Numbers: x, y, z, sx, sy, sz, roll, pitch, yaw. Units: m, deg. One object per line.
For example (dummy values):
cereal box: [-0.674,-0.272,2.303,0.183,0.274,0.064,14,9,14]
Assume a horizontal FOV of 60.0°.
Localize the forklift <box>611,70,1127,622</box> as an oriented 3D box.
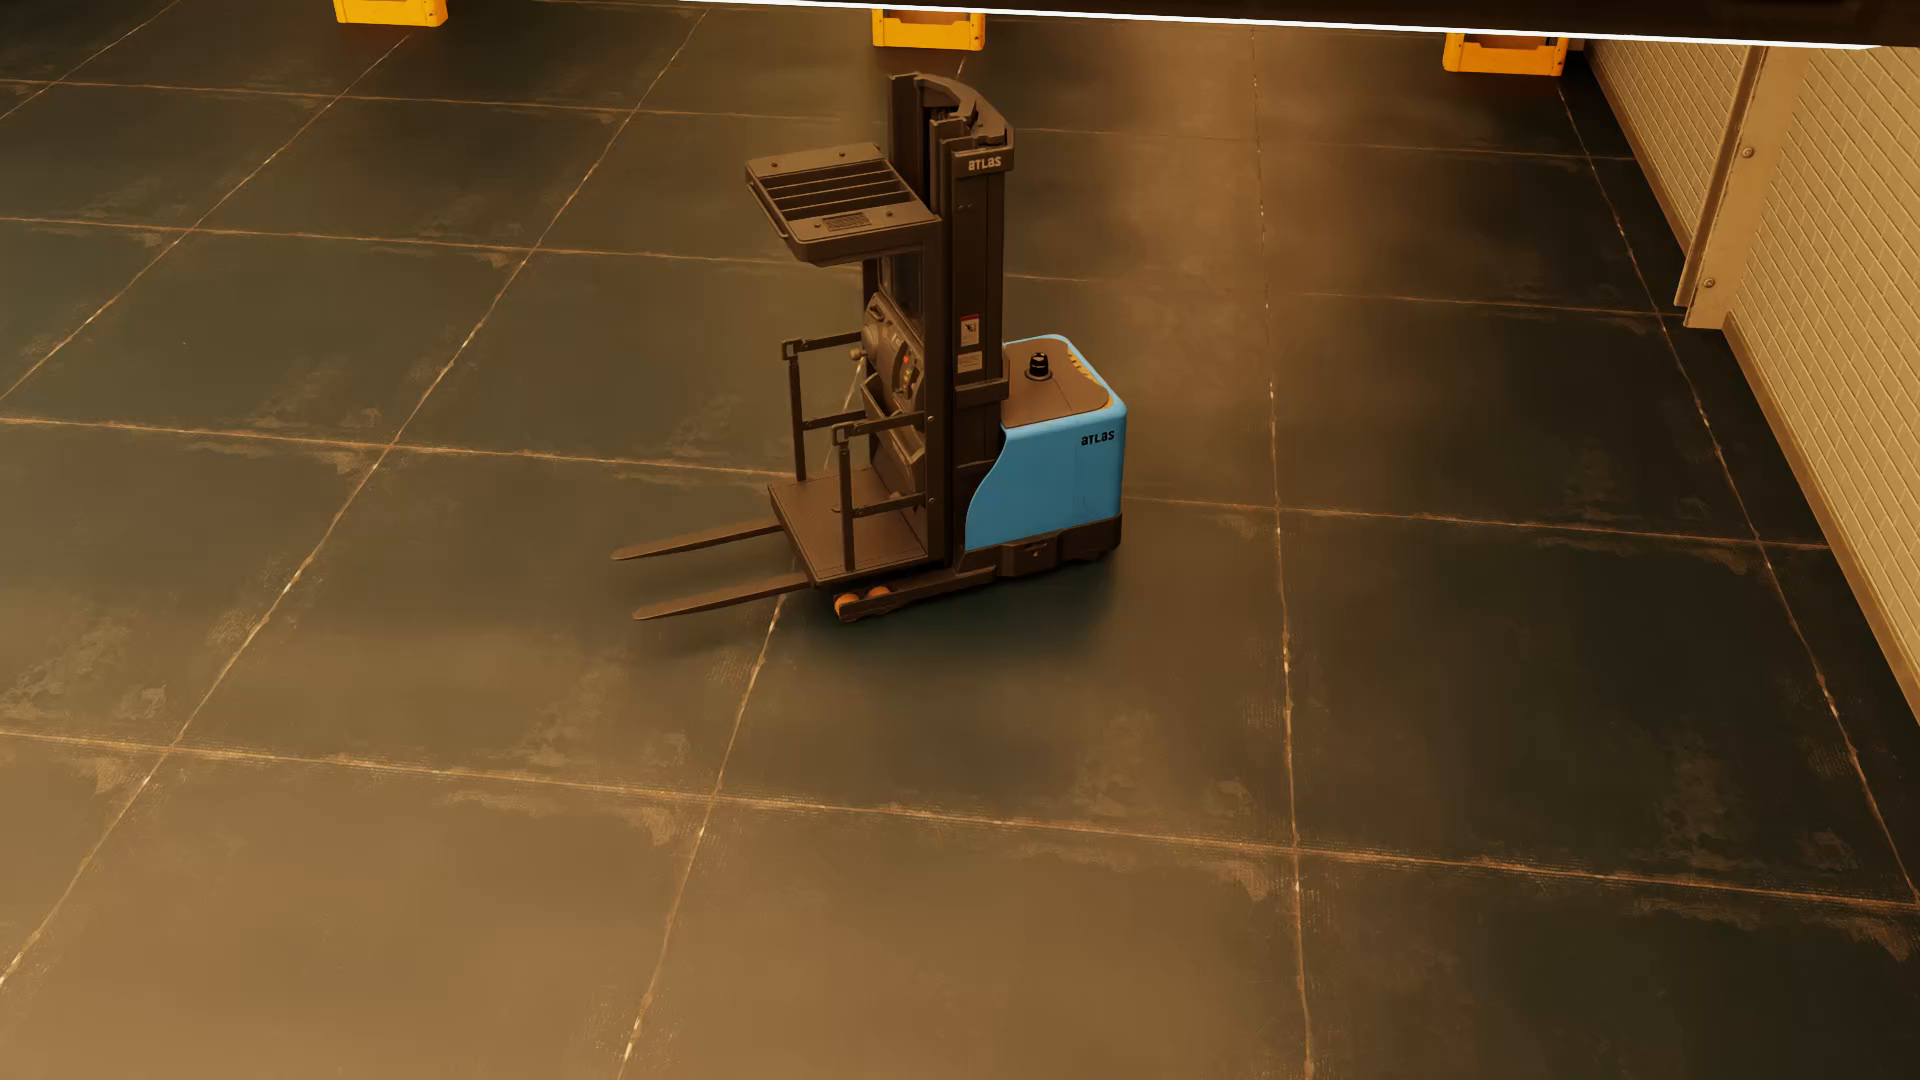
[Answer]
forklift: [-0.570,-1.051,9.455,3.031,2.935,1.130,-13,38,-17]
